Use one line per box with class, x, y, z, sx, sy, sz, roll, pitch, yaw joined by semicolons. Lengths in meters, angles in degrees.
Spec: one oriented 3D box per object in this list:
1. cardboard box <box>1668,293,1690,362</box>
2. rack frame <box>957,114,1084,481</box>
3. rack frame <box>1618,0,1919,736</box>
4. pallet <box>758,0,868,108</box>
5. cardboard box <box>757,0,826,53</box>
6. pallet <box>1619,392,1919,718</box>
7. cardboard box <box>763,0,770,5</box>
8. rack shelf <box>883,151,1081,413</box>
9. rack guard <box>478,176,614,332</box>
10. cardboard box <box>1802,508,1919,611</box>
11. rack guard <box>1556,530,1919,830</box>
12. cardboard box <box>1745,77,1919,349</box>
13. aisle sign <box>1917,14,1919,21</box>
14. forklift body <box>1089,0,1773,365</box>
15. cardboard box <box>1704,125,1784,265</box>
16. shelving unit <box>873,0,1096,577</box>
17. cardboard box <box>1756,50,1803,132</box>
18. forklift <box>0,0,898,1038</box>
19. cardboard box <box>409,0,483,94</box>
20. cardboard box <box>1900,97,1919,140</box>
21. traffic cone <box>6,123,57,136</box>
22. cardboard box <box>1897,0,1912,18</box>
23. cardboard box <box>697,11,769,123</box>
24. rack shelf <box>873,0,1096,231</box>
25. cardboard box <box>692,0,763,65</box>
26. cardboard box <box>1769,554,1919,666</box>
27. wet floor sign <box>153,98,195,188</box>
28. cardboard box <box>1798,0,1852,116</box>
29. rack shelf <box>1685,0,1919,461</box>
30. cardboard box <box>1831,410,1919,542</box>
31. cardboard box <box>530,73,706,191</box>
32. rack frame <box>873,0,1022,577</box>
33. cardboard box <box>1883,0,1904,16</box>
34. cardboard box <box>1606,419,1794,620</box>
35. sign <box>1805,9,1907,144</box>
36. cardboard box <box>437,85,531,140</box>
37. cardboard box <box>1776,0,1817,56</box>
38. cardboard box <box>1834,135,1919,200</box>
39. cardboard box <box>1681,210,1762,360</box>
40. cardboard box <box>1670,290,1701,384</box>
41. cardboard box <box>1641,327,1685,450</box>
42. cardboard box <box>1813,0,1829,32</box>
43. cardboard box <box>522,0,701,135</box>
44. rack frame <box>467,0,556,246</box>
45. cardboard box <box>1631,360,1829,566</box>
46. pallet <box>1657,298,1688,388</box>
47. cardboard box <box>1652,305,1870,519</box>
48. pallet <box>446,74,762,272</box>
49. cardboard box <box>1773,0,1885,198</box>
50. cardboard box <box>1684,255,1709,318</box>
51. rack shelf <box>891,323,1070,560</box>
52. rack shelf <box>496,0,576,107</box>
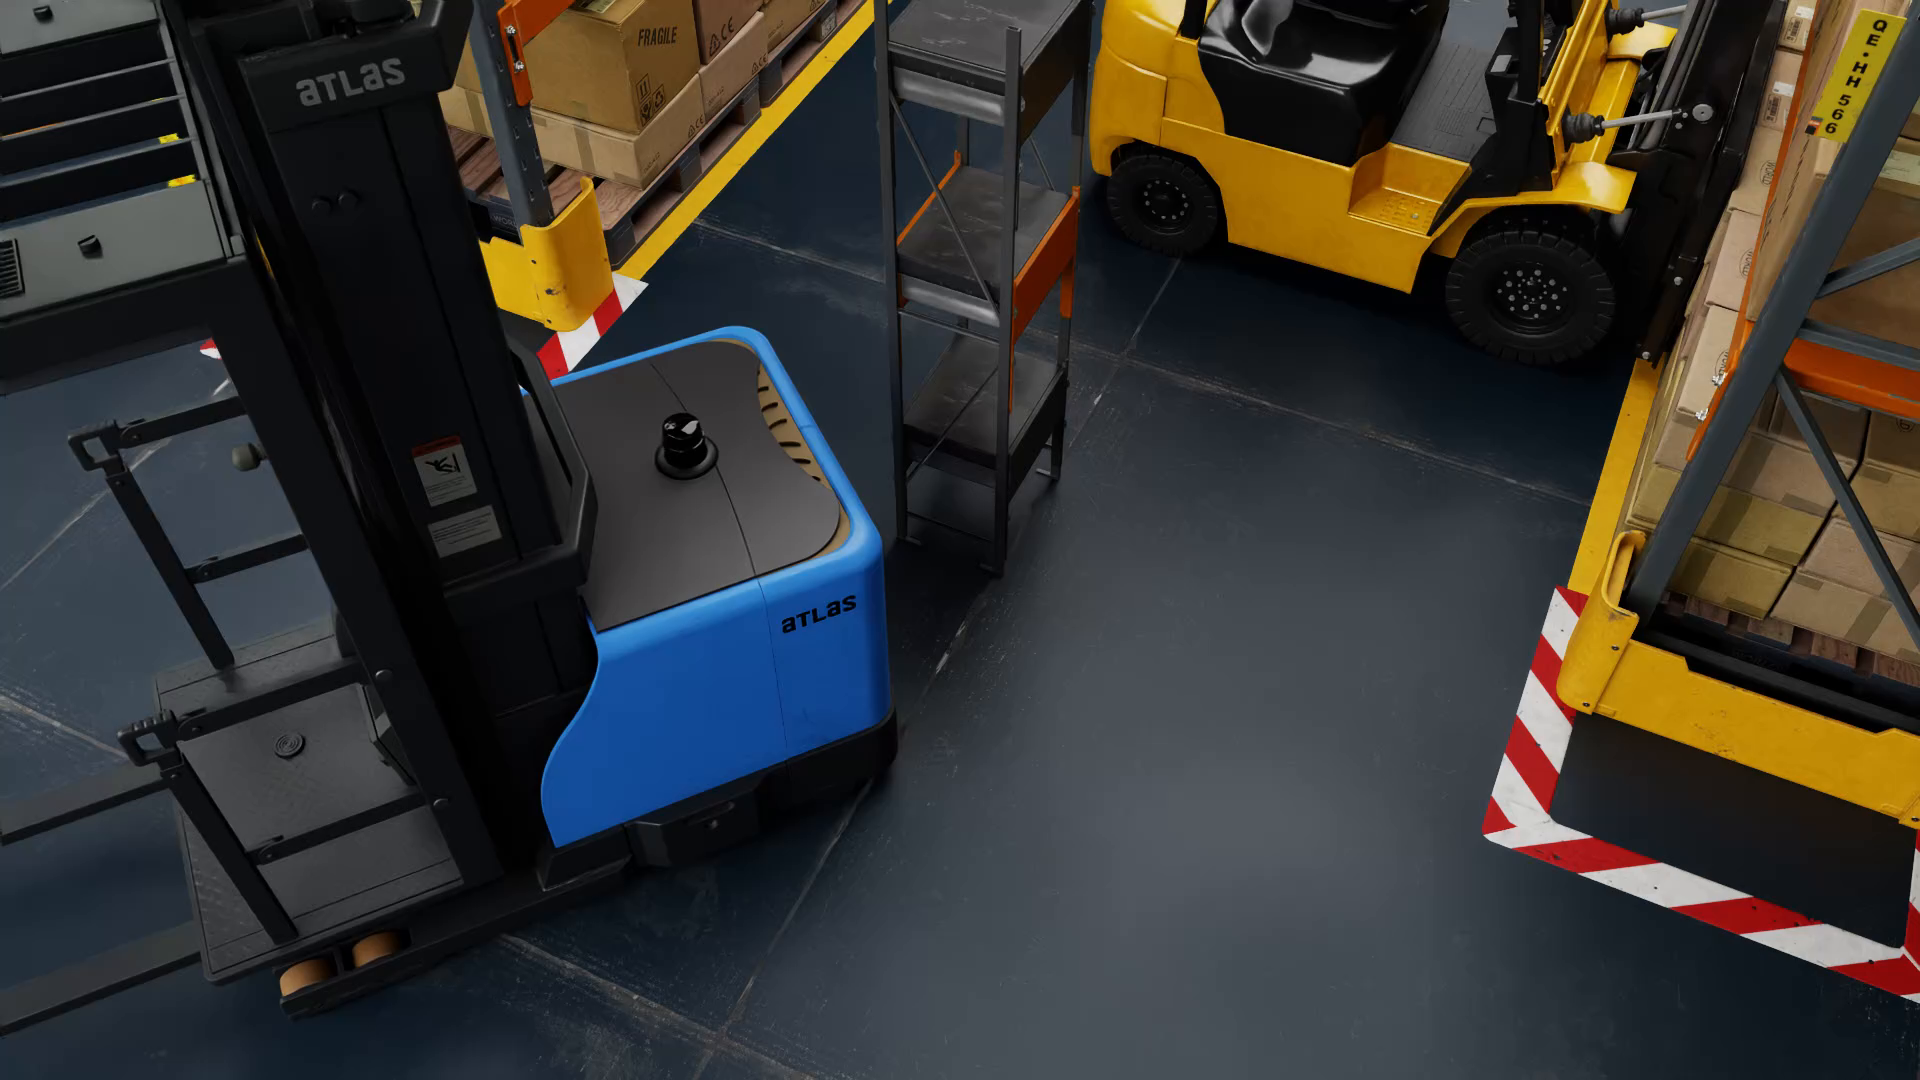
cardboard box;2.862;-0.756;5.953;0.500;0.250;0.500;20;53;16
rack frame;0.175;-0.962;5.190;0.400;2.100;0.015;20;52;16
rack frame;2.504;-0.403;4.124;1.000;3.000;0.127;20;52;16
pallet;-1.052;-2.550;7.781;1.003;0.211;1.213;20;52;16
cardboard box;-0.944;-2.455;7.399;0.500;0.250;0.500;23;53;18
pallet;2.793;-0.040;5.645;1.003;0.211;1.213;20;52;16
cardboard box;-0.940;-2.690;7.107;0.500;0.500;0.500;21;53;17
rack shelf;0.071;-0.786;5.058;0.431;0.518;0.480;20;52;16
rack guard;-1.953;-1.258;6.492;1.175;0.500;0.348;20;52;16
cardboard box;2.893;-0.067;5.039;0.500;0.250;0.500;21;53;17
rack guard;2.494;0.423;5.062;1.175;0.500;0.348;20;52;16
cardboard box;2.477;-0.860;4.447;0.500;0.500;0.500;19;52;15
aisle sign;2.210;-1.296;3.176;0.394;0.787;0.004;20;52;16
forklift body;1.664;-2.028;6.063;2.313;2.155;1.214;20;52;16
cardboard box;2.838;-1.095;5.586;0.500;0.250;0.500;20;53;17
shelving unit;0.071;-0.794;5.047;0.431;2.100;0.503;20;52;16
cardboard box;3.061;-1.442;5.880;0.500;0.250;0.500;19;52;15
forklift;-1.749;-0.097;3.908;3.031;2.935;1.130;-20;52;-16
cardboard box;-1.879;-2.140;6.639;0.500;0.500;0.500;20;53;16
cardboard box;2.466;-1.058;3.994;0.380;0.149;0.250;20;52;16
traffic cone;-4.117;-2.037;7.179;0.336;0.463;0.334;20;52;16
cardboard box;2.544;-1.238;4.147;0.380;0.149;0.250;20;52;16
cardboard box;-1.166;-2.075;7.076;0.500;0.250;0.500;22;53;17
rack shelf;0.071;-1.239;4.525;0.431;0.518;0.480;20;52;16
cardboard box;-1.162;-2.347;6.815;0.500;0.500;0.500;18;52;15
cardboard box;2.890;0.077;5.245;0.500;0.250;0.500;20;52;16
wet floor sign;-3.034;-1.470;6.577;0.232;0.644;0.267;-37;59;-27
cardboard box;2.925;-1.567;5.048;0.500;0.500;0.500;19;52;15
rack shelf;3.358;-1.547;5.570;1.077;0.370;4.000;20;52;16
cardboard box;2.880;-0.242;4.859;0.500;0.250;0.500;19;52;16
cardboard box;-1.391;-1.726;6.779;0.500;0.250;0.500;19;52;16
rack frame;-0.034;-0.626;4.904;0.400;2.100;0.015;20;52;16
cardboard box;2.631;-1.427;4.307;0.380;0.149;0.250;21;53;17
cardboard box;2.419;-0.075;5.374;0.500;0.250;0.500;20;53;16
sign;2.019;-1.042;3.751;0.100;0.325;0.005;20;52;16
cardboard box;-1.873;-1.922;6.945;0.500;0.250;0.500;20;52;16
cardboard box;3.293;-1.801;6.186;0.500;0.250;0.500;21;53;17
cardboard box;2.399;-0.976;4.119;0.380;0.149;0.250;21;53;17
cardboard box;2.631;-0.745;5.287;0.500;0.250;0.500;21;53;17
cardboard box;2.653;-0.589;5.483;0.500;0.250;0.500;19;52;16
cardboard box;2.640;-0.414;5.663;0.500;0.250;0.500;20;52;16
cardboard box;3.130;-1.917;5.346;0.500;0.500;0.500;20;53;16
cardboard box;-1.381;-1.986;6.508;0.500;0.500;0.500;18;52;15
rack frame;-1.986;-2.016;5.496;1.000;3.000;0.127;20;52;16
cardboard box;2.429;-0.247;5.192;0.500;0.250;0.500;19;52;16
pallet;3.315;-0.877;6.358;1.003;0.211;1.213;20;52;16
cardboard box;2.419;-0.391;4.986;0.500;0.250;0.500;21;53;17
pallet;-1.574;-1.712;7.069;1.003;0.211;1.213;20;52;16
cardboard box;2.707;-1.214;4.748;0.500;0.500;0.500;21;53;17
cardboard box;2.855;-0.952;5.792;0.500;0.250;0.500;19;52;15
rack shelf;0.071;-0.332;5.591;0.431;0.518;0.480;20;52;16
rack shelf;-1.131;-3.160;6.942;1.077;0.370;4.000;20;52;16
